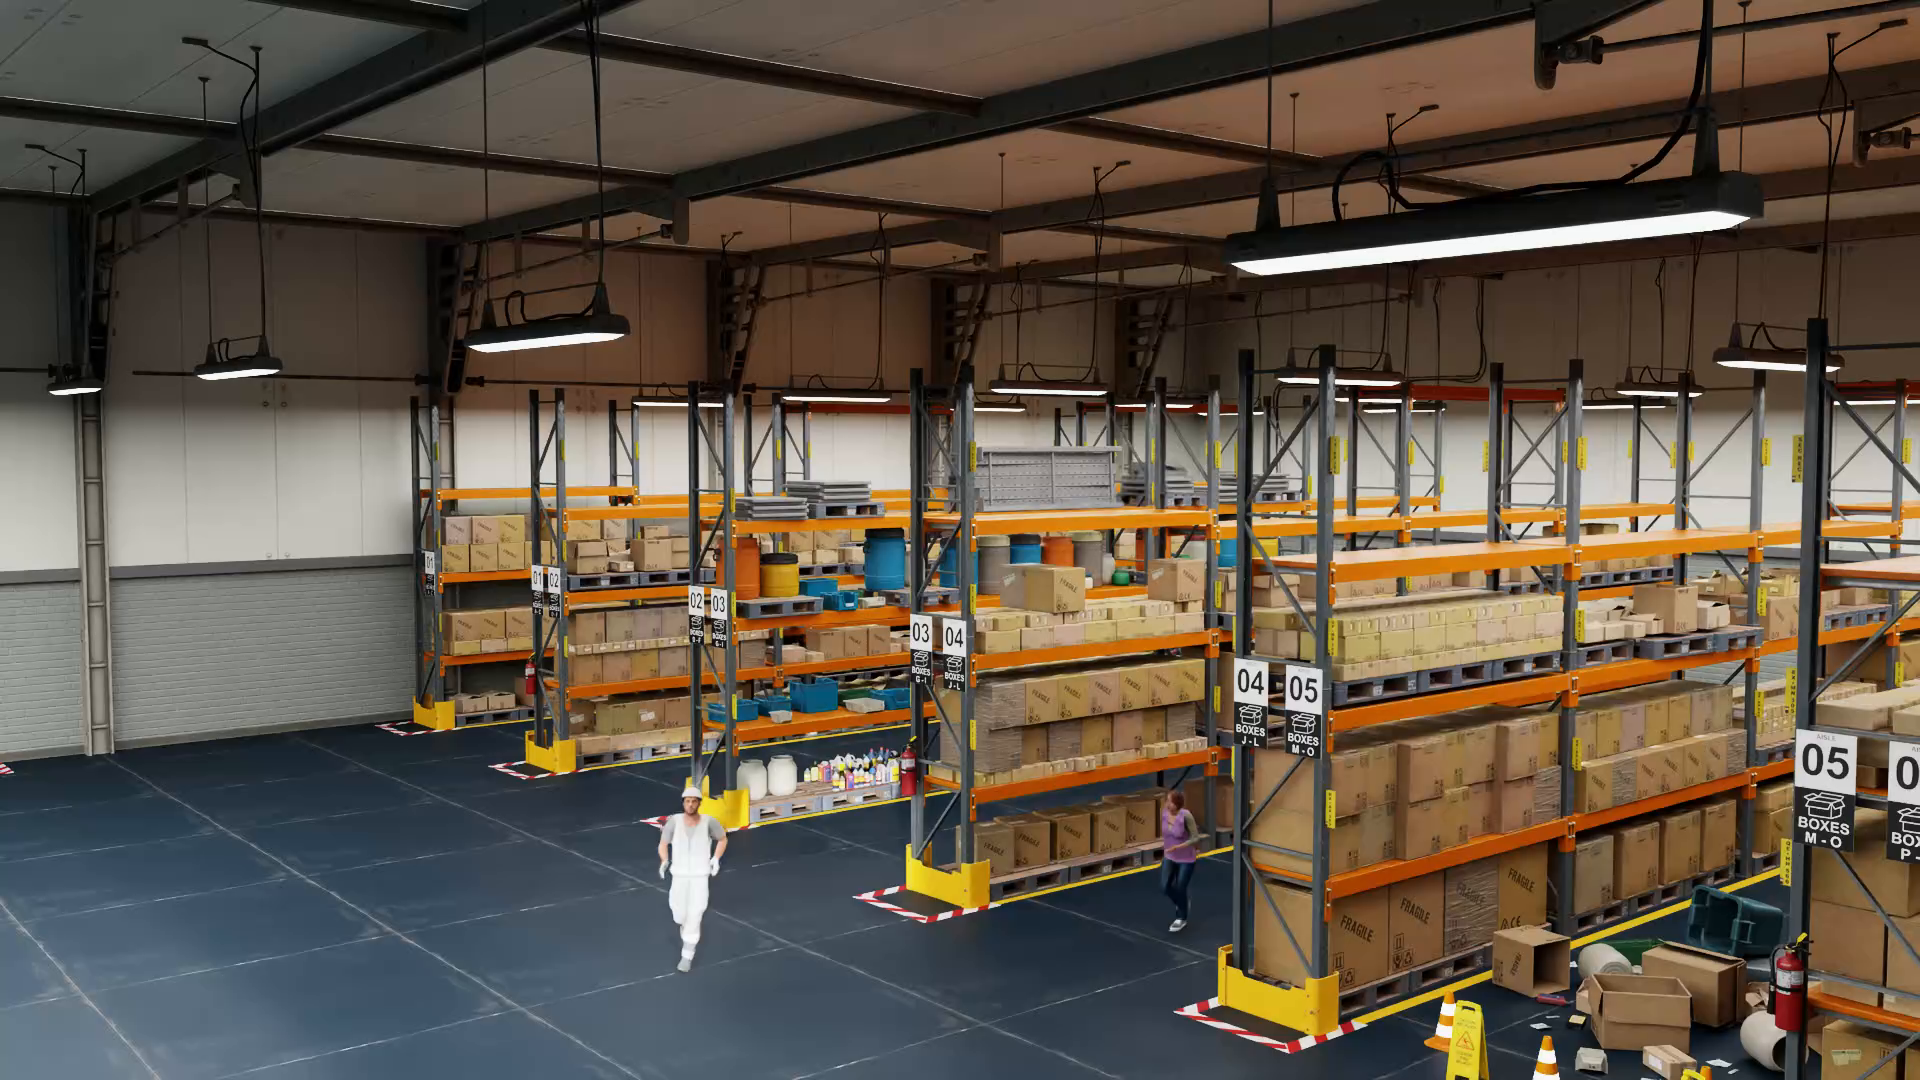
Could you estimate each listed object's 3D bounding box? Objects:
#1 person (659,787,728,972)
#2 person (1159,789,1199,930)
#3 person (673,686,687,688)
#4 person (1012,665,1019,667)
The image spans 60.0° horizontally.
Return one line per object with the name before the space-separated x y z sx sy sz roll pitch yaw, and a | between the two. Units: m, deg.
person | -2.659 3.322 16.531 0.673 1.760 0.796 0 3 -2
person | 2.275 3.362 17.454 0.511 1.541 0.588 2 4 33
person | -5.151 2.525 30.041 0.647 1.729 0.670 3 4 40
person | 0.885 2.515 29.747 0.685 1.795 0.865 2 4 34
